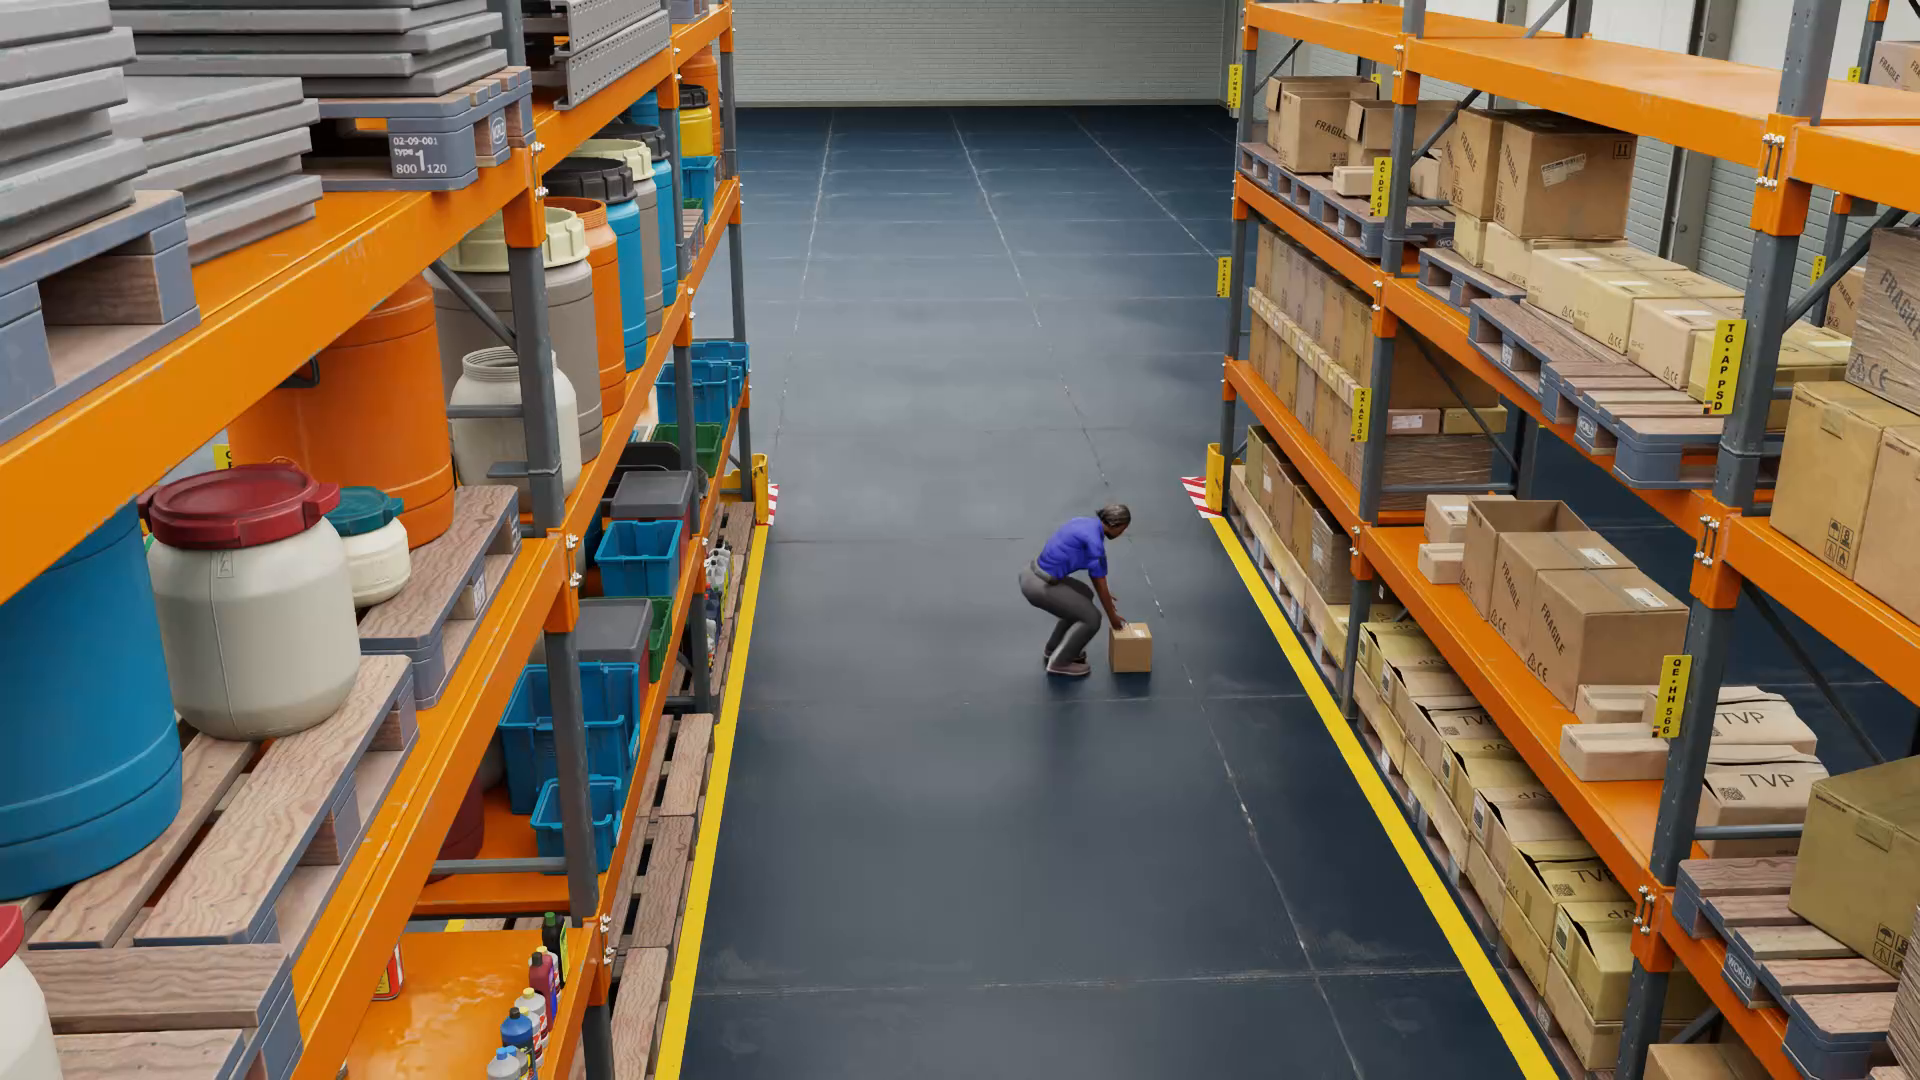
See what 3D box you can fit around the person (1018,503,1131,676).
[{"bbox_3d":[0.752,0.305,11.029,0.739,1.134,0.495,-1,21,-3],"label":"person"}]
